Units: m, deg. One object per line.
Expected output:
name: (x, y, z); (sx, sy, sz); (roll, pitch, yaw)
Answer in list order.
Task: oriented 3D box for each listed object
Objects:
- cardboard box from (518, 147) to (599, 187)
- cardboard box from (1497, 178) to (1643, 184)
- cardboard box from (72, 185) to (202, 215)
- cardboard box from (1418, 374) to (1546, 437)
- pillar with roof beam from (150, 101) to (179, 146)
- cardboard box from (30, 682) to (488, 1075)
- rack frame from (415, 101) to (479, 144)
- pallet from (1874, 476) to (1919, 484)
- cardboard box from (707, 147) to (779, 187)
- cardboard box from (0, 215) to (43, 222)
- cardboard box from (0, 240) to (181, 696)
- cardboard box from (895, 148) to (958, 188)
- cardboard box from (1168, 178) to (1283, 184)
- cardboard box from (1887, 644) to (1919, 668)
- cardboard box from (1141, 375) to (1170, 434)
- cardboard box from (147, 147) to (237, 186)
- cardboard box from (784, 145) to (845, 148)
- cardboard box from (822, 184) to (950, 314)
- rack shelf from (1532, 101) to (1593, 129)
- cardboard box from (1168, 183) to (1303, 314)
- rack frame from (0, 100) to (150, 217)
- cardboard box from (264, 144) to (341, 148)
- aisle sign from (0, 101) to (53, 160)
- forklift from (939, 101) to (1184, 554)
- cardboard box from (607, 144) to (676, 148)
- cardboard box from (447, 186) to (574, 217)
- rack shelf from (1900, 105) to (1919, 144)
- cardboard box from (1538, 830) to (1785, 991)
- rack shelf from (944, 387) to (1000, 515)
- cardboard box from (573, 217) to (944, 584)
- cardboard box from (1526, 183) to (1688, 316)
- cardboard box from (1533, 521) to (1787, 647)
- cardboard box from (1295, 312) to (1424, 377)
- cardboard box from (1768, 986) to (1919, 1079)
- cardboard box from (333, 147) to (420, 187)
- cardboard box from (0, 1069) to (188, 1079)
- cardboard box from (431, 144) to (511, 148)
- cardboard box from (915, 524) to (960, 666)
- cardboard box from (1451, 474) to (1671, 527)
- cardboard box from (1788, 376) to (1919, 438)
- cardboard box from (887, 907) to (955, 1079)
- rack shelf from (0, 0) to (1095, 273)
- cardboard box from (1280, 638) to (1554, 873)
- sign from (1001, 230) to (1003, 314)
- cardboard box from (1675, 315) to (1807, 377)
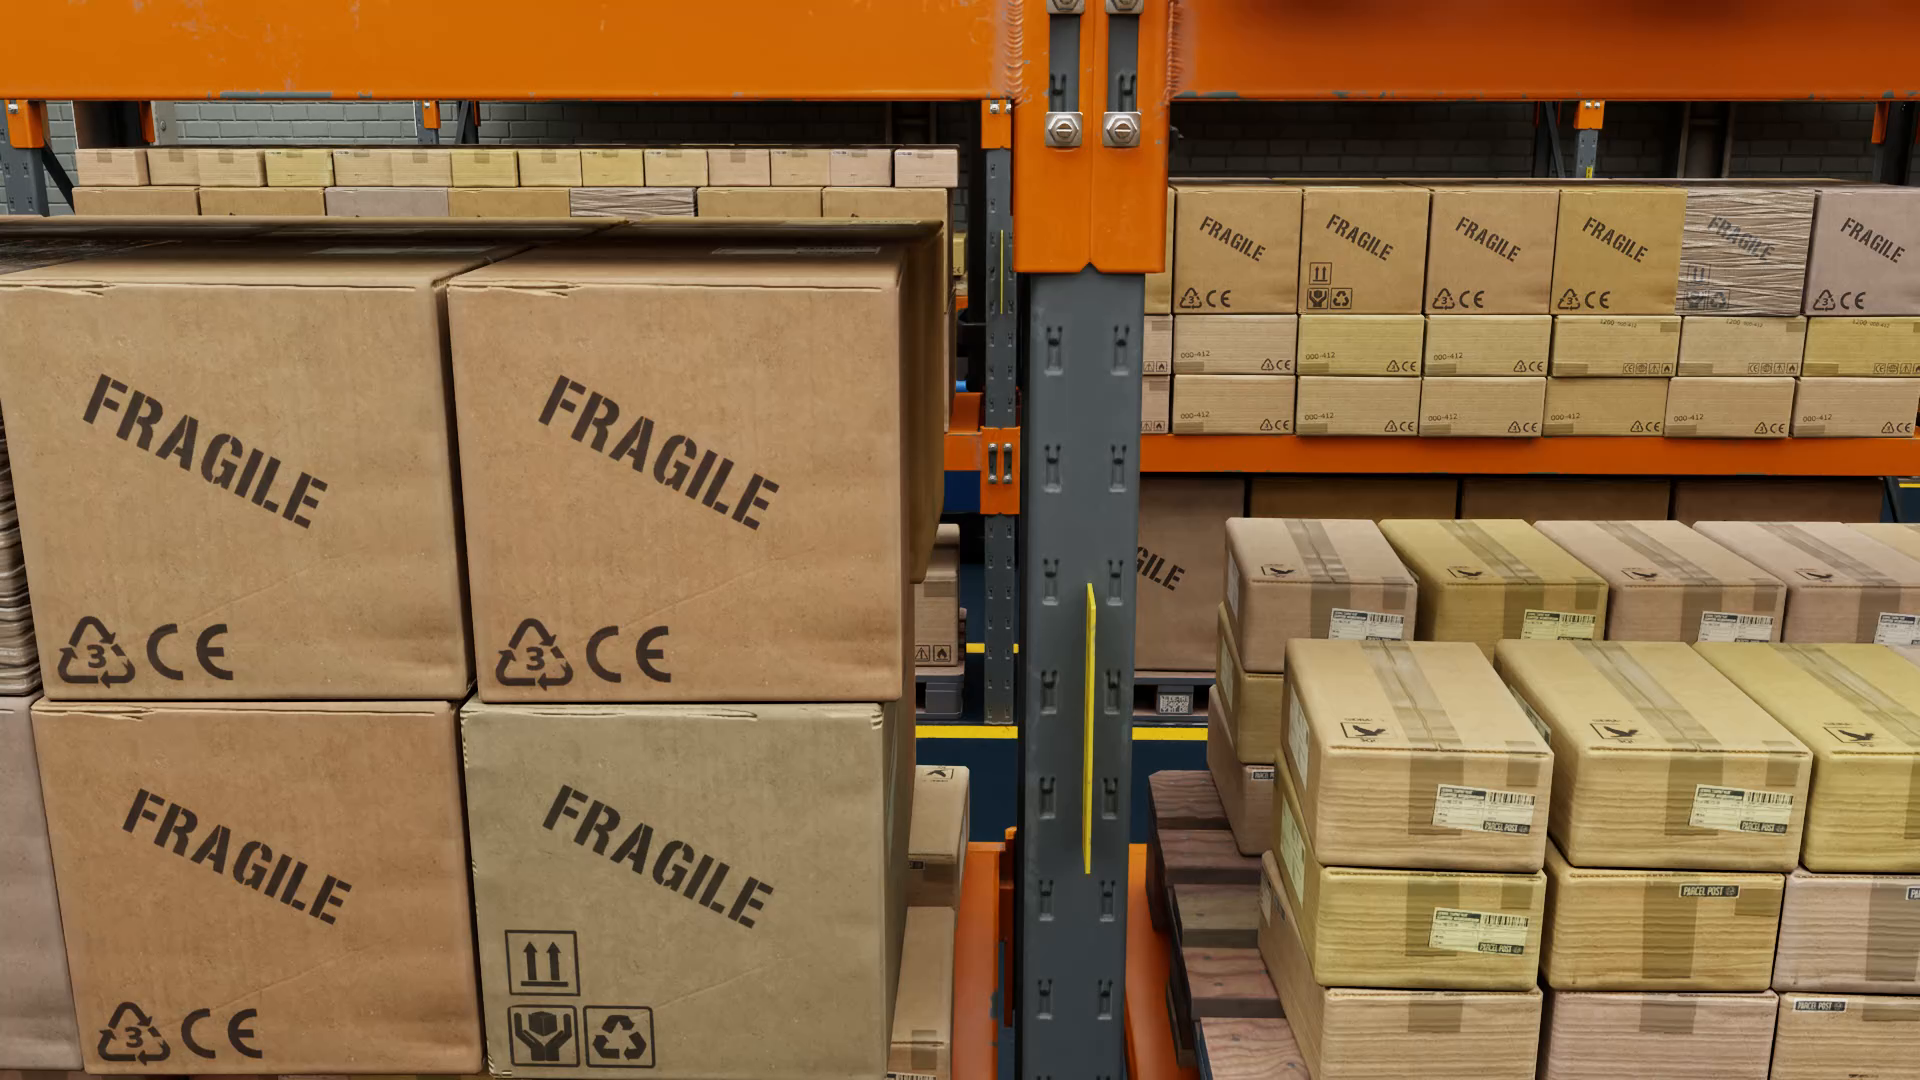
cardboard box: (-1.657, -1.553, 6.917); (0.250, 0.149, 0.380); (0, 15, 1)
cardboard box: (2.680, -1.343, 7.396); (0.500, 0.500, 0.500); (1, 15, 3)
cardboard box: (-3.345, -1.246, 7.027); (0.500, 0.500, 0.500); (0, 15, 0)
cardboard box: (2.143, -0.605, 7.048); (0.500, 0.250, 0.500); (0, 15, 1)
pillar with roof beam: (-6.477, -4.106, 8.264); (0.400, 9.000, 9.100); (0, 15, 1)
cardboard box: (-0.854, 0.372, 2.271); (0.500, 0.500, 0.500); (0, 15, 0)
rack frame: (-3.695, -2.056, 12.252); (0.127, 3.000, 1.000); (0, 15, 1)
pallet: (6.341, -0.632, 12.320); (1.213, 0.211, 1.003); (0, 15, 1)
cardboard box: (-0.898, -1.561, 6.949); (0.250, 0.149, 0.380); (0, 15, 1)
cardboard box: (-1.824, -0.256, 2.692); (0.500, 0.500, 0.500); (0, 15, -1)
cardboard box: (-1.349, -0.120, 2.174); (0.500, 0.500, 0.500); (1, 15, 3)
cardboard box: (-0.135, -1.530, 6.833); (0.250, 0.149, 0.380); (0, 15, 0)
cardboard box: (1.152, -1.355, 7.441); (0.500, 0.500, 0.500); (1, 15, 3)
cardboard box: (1.322, 0.254, 1.998); (0.250, 0.149, 0.380); (0, 15, 1)
cardboard box: (0.614, -0.621, 7.109); (0.500, 0.250, 0.500); (0, 15, 0)
cardboard box: (-3.206, -1.579, 7.017); (0.250, 0.149, 0.380); (1, 15, 3)
cardboard box: (-0.641, -1.666, 7.348); (0.250, 0.149, 0.380); (0, 15, 1)
cardboard box: (-0.298, -1.228, 6.960); (0.500, 0.500, 0.500); (0, 15, 1)
rack shelf: (2.303, -3.119, 11.813); (4.000, 0.370, 1.077); (0, 15, 1)
cardboard box: (1.123, -1.223, 6.941); (0.500, 0.500, 0.500); (0, 15, 1)
rack frame: (-3.818, -0.790, 7.455); (0.127, 3.000, 1.000); (0, 15, 1)
cardboard box: (-2.939, -1.708, 7.508); (0.250, 0.149, 0.380); (0, 15, 1)
aisle sign: (-3.897, -1.974, 6.844); (0.004, 0.787, 0.394); (0, 15, 1)
forklift: (0.788, -1.398, 9.892); (3.031, 2.935, 1.130); (1, 15, 5)
cardboard box: (-1.406, -1.673, 7.374); (0.250, 0.149, 0.380); (0, 15, 1)
cardboard box: (-1.815, -1.240, 7.004); (0.500, 0.500, 0.500); (0, 15, 2)
rack shelf: (6.179, -1.827, 6.917); (4.000, 0.370, 1.077); (0, 15, 1)
cardboard box: (0.797, 0.395, 2.050); (0.250, 0.149, 0.380); (0, 15, 0)
rack shelf: (-1.818, -0.429, 7.497); (4.000, 0.370, 1.077); (0, 15, 1)
cardboard box: (-0.289, -0.242, 2.637); (0.500, 0.500, 0.500); (1, 15, 3)
cardboard box: (2.647, -1.213, 6.900); (0.500, 0.500, 0.500); (0, 15, 1)
cardboard box: (1.089, 0.086, 2.636); (0.250, 0.149, 0.380); (0, 15, 0)
cardboard box: (1.639, -0.852, 7.004); (0.500, 0.250, 0.500); (1, 15, 2)
cardboard box: (1.065, 0.540, 2.082); (0.250, 0.149, 0.380); (0, 15, 2)
cardboard box: (-2.422, -1.563, 6.956); (0.250, 0.149, 0.380); (1, 15, 2)
cardboard box: (-1.191, 0.685, 2.355); (0.250, 0.149, 0.380); (0, 15, -1)
cardboard box: (-2.177, -1.690, 7.438); (0.250, 0.149, 0.380); (1, 15, 3)
cardboard box: (-0.444, 0.240, 7.748); (0.875, 0.438, 0.875); (0, 15, 1)
cardboard box: (2.600, 0.054, 7.598); (0.875, 0.875, 0.875); (1, 15, 2)
cardboard box: (3.668, -0.602, 7.038); (0.500, 0.250, 0.500); (0, 15, -1)
cardboard box: (-0.136, 0.678, 2.381); (0.250, 0.149, 0.380); (0, 15, 1)
rack shelf: (-1.844, -0.617, 2.327); (4.000, 0.370, 1.077); (0, 15, 1)
cardboard box: (0.538, 0.250, 2.017); (0.250, 0.149, 0.380); (1, 15, 4)
sign: (0.168, -1.079, 6.699); (0.005, 0.325, 0.100); (0, 15, 1)
cardboard box: (3.176, -0.848, 6.988); (0.500, 0.250, 0.500); (0, 15, 0)
